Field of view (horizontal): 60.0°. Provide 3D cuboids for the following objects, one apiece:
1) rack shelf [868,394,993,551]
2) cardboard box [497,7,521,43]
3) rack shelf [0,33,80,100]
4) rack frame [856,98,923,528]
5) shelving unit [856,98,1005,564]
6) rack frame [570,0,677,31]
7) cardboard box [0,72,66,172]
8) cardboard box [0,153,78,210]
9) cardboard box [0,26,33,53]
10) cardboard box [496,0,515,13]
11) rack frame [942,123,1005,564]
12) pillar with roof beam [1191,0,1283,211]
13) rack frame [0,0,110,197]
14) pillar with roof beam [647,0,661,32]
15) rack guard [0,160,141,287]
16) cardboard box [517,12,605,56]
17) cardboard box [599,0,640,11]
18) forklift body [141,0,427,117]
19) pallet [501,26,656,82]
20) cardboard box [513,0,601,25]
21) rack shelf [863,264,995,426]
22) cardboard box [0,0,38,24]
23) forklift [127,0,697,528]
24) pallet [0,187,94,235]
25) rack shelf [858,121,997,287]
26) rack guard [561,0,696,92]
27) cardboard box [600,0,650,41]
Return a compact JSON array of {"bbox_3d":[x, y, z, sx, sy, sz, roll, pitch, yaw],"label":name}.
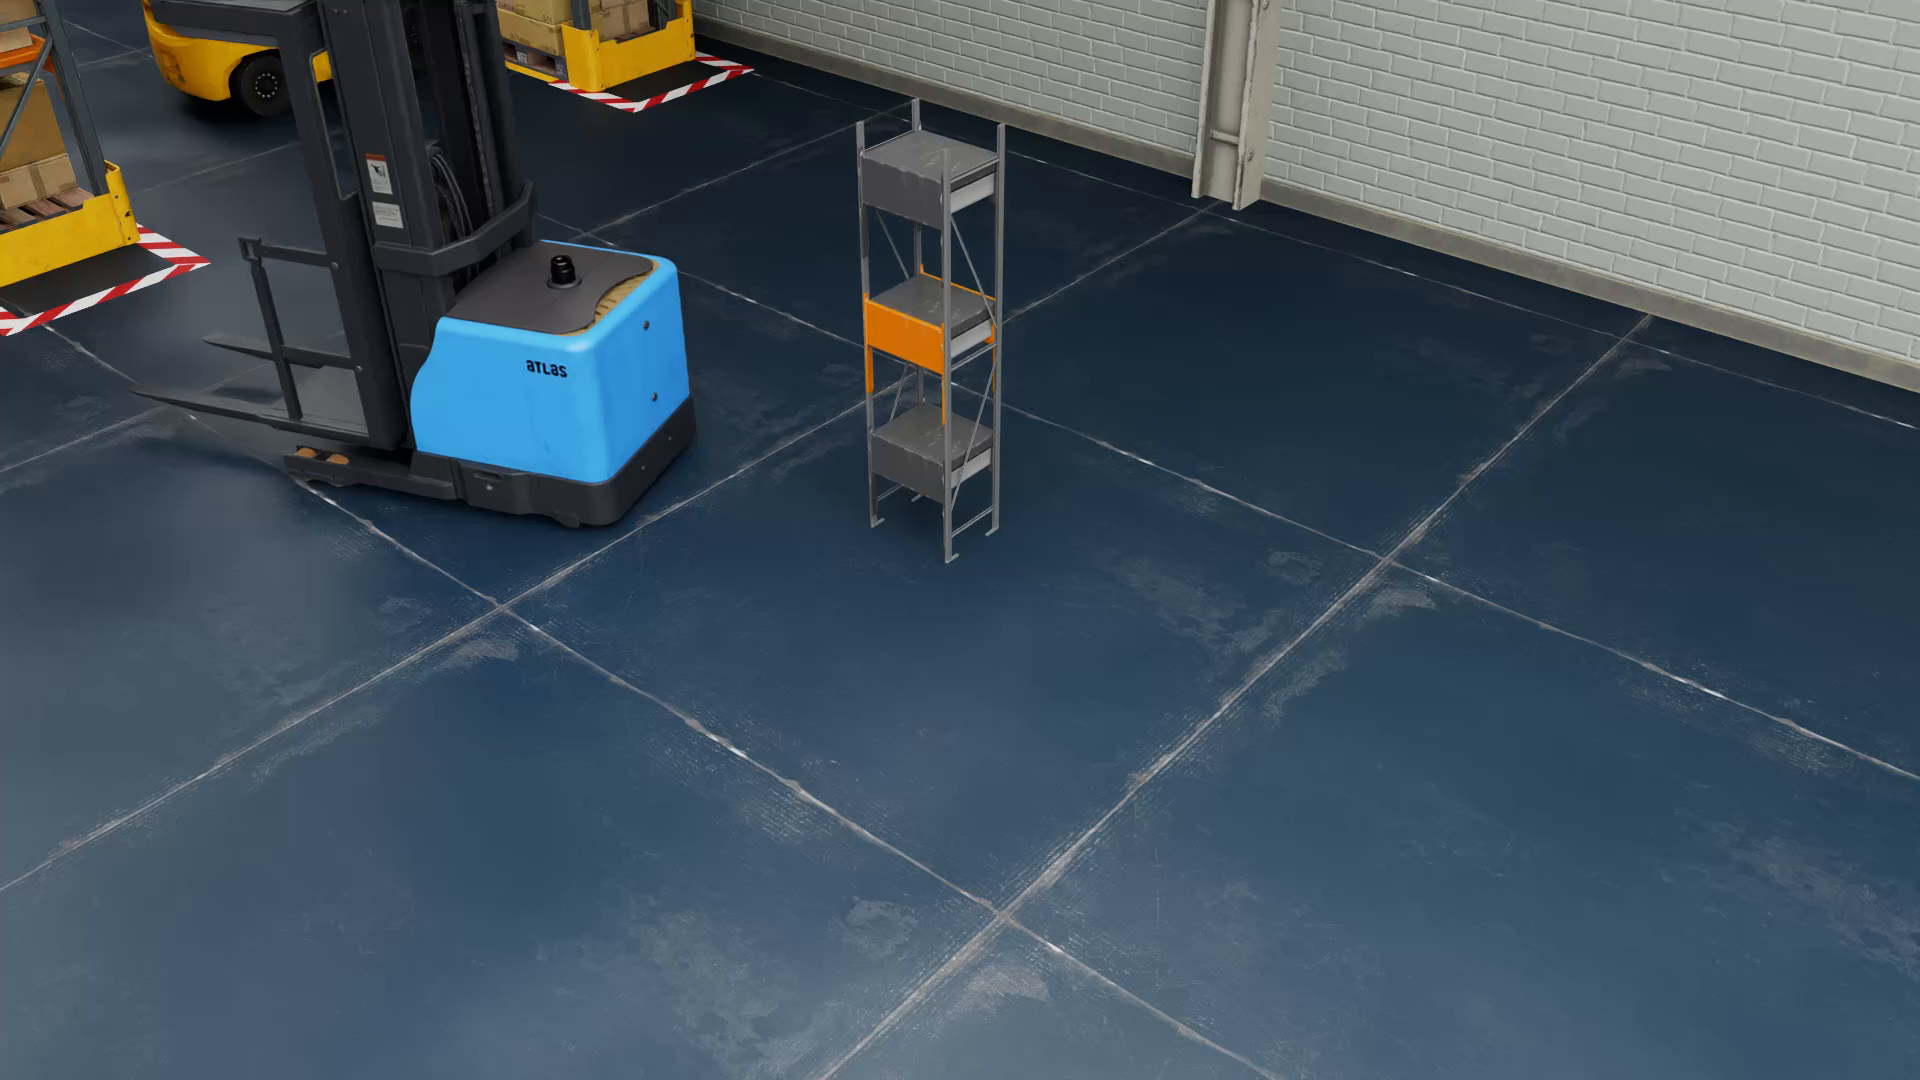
[{"bbox_3d":[-0.127,-0.337,8.147,0.480,0.518,0.431,25,42,32],"label":"rack shelf"},{"bbox_3d":[-3.704,-4.456,14.146,0.500,0.250,0.500,25,42,32],"label":"cardboard box"},{"bbox_3d":[-7.475,-3.466,11.283,4.000,0.370,1.077,25,42,32],"label":"rack shelf"},{"bbox_3d":[-0.315,-1.014,7.872,0.015,2.100,0.400,25,42,32],"label":"rack frame"},{"bbox_3d":[-0.127,-0.926,7.743,0.503,2.100,0.431,25,42,32],"label":"shelving unit"},{"bbox_3d":[-2.765,-5.199,13.171,0.127,3.000,1.000,25,42,32],"label":"rack frame"},{"bbox_3d":[-6.400,-2.808,11.084,0.500,0.500,0.500,24,41,30],"label":"cardboard box"},{"bbox_3d":[-6.381,-2.490,11.285,0.500,0.250,0.500,25,42,31],"label":"cardboard box"},{"bbox_3d":[-6.067,-3.148,10.406,0.250,0.149,0.380,25,42,32],"label":"cardboard box"},{"bbox_3d":[-3.718,-4.672,14.019,0.500,0.250,0.500,25,42,31],"label":"cardboard box"},{"bbox_3d":[0.060,-0.837,7.614,0.015,2.100,0.400,25,42,32],"label":"rack frame"},{"bbox_3d":[-0.867,-4.270,6.519,0.400,9.000,9.100,25,42,32],"label":"pillar with roof beam"},{"bbox_3d":[-5.938,-3.038,10.024,0.127,3.000,1.000,25,42,32],"label":"rack frame"},{"bbox_3d":[-5.478,-6.443,9.684,0.400,9.000,9.100,25,42,32],"label":"pillar with roof beam"},{"bbox_3d":[-5.996,-2.035,10.772,0.348,0.500,1.175,25,42,32],"label":"rack guard"},{"bbox_3d":[-3.328,-4.272,13.878,0.500,0.250,0.500,26,42,32],"label":"cardboard box"},{"bbox_3d":[-2.993,-4.706,14.068,0.500,0.250,0.500,26,42,33],"label":"cardboard box"},{"bbox_3d":[-5.389,-4.742,13.256,1.214,2.155,2.313,25,42,32],"label":"forklift body"},{"bbox_3d":[-3.379,-4.308,14.337,1.213,0.211,1.003,25,42,32],"label":"pallet"},{"bbox_3d":[-3.339,-4.485,13.748,0.500,0.250,0.500,25,41,31],"label":"cardboard box"},{"bbox_3d":[-0.127,-0.914,7.751,0.480,0.518,0.431,25,42,32],"label":"rack shelf"},{"bbox_3d":[-6.124,-3.494,10.337,0.500,0.500,0.500,25,41,31],"label":"cardboard box"},{"bbox_3d":[-2.995,-1.756,8.218,3.031,2.935,1.130,11,36,15],"label":"forklift"},{"bbox_3d":[-6.598,-2.226,11.305,1.213,0.211,1.003,25,42,32],"label":"pallet"},{"bbox_3d":[-0.127,-1.491,7.354,0.480,0.518,0.431,25,42,32],"label":"rack shelf"},{"bbox_3d":[-2.746,-4.160,13.866,0.348,0.500,1.175,25,42,32],"label":"rack guard"},{"bbox_3d":[-3.017,-4.502,14.213,0.500,0.250,0.500,25,42,32],"label":"cardboard box"}]
